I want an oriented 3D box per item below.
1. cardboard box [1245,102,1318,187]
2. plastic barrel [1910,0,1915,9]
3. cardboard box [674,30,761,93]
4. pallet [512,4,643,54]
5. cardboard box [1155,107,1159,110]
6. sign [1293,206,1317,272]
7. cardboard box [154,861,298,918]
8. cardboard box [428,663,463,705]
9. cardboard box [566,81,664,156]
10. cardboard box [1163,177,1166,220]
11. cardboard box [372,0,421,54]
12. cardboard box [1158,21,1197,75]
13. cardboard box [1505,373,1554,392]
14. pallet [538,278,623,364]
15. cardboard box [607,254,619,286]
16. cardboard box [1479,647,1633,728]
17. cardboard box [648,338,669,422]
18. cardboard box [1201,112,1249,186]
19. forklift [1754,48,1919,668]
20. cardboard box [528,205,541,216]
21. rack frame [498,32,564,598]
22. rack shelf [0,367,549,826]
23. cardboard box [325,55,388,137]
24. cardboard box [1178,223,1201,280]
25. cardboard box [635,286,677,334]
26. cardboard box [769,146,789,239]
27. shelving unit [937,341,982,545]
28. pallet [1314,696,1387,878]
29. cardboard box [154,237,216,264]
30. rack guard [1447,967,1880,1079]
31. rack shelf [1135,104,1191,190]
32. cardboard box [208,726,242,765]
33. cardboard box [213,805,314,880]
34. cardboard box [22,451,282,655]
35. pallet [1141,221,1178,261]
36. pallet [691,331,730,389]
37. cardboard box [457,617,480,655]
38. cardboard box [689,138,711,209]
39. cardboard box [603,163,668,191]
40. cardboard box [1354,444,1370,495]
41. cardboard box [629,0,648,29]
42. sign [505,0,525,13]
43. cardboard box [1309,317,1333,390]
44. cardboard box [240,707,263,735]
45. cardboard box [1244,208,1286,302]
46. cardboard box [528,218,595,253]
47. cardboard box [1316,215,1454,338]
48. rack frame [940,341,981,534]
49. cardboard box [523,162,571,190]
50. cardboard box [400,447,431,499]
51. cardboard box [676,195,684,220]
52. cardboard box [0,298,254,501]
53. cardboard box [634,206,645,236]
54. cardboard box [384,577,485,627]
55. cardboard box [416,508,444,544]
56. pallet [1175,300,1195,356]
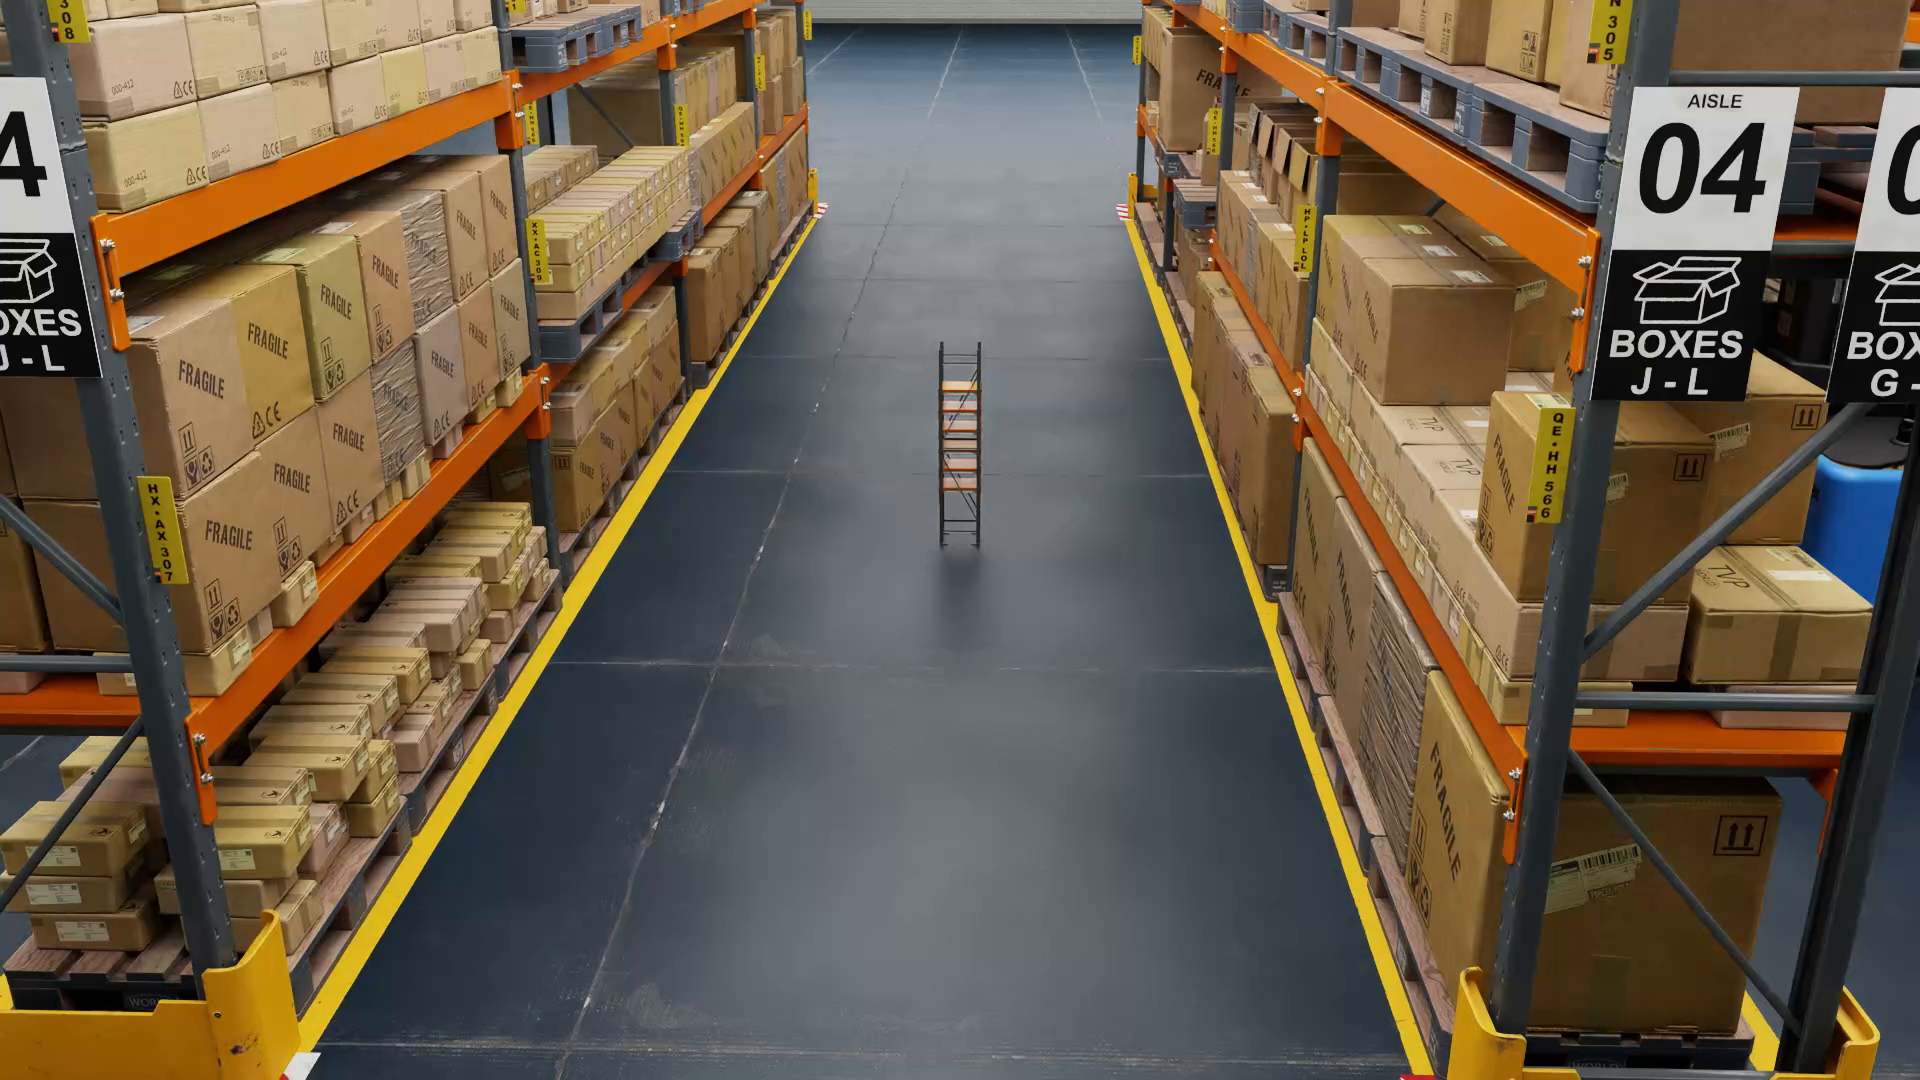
[{"bbox_3d":[2.336,-2.680,11.264,0.797,0.503,0.637,1,21,3],"label":"cardboard box"},{"bbox_3d":[7.131,-4.172,12.678,0.301,0.262,0.301,0,21,0],"label":"plastic barrel"},{"bbox_3d":[-2.413,-4.673,16.227,0.875,0.550,0.550,1,21,2],"label":"cardboard box"},{"bbox_3d":[-2.548,-2.982,9.682,1.213,0.211,1.003,1,21,2],"label":"pallet"},{"bbox_3d":[2.340,-4.653,18.221,0.380,0.149,0.250,1,21,2],"label":"cardboard box"},{"bbox_3d":[1.710,-1.489,8.228,0.100,0.325,0.005,1,21,2],"label":"sign"},{"bbox_3d":[-2.551,1.180,5.791,0.380,0.149,0.250,2,21,4],"label":"cardboard box"},{"bbox_3d":[-2.479,0.672,7.511,0.380,0.149,0.250,1,21,3],"label":"cardboard box"},{"bbox_3d":[-2.556,-3.196,12.598,0.700,0.500,0.500,1,21,1],"label":"cardboard box"},{"bbox_3d":[2.598,-3.911,18.836,0.500,0.500,0.500,6,22,16],"label":"cardboard box"},{"bbox_3d":[-2.500,-2.090,6.638,0.500,0.250,0.500,1,21,4],"label":"cardboard box"},{"bbox_3d":[2.249,-4.874,16.512,0.500,0.500,0.500,1,21,2],"label":"cardboard box"},{"bbox_3d":[2.473,-0.518,7.013,0.500,0.250,0.500,1,21,3],"label":"cardboard box"},{"bbox_3d":[-2.533,-1.260,9.394,1.003,0.211,1.213,1,21,2],"label":"pallet"},{"bbox_3d":[-2.207,-1.572,9.700,0.380,0.149,0.250,1,21,2],"label":"cardboard box"},{"bbox_3d":[1.813,0.448,5.076,0.380,0.149,0.250,1,21,3],"label":"cardboard box"},{"bbox_3d":[-2.358,-1.123,11.651,0.500,0.500,0.500,1,21,4],"label":"cardboard box"},{"bbox_3d":[2.268,-3.071,13.077,0.700,0.500,0.500,4,22,10],"label":"cardboard box"},{"bbox_3d":[4.733,-1.217,9.115,1.130,2.935,3.031,1,21,3],"label":"forklift"},{"bbox_3d":[-2.837,-2.002,10.398,0.380,0.149,0.250,1,21,4],"label":"cardboard box"},{"bbox_3d":[-2.701,-1.075,8.652,1.000,3.000,0.127,1,21,2],"label":"rack frame"},{"bbox_3d":[-2.762,-0.016,6.918,1.077,0.370,4.000,1,21,2],"label":"rack shelf"},{"bbox_3d":[-2.504,-1.679,6.271,0.500,0.250,0.500,1,21,1],"label":"cardboard box"},{"bbox_3d":[2.456,-2.694,15.673,0.700,0.500,0.500,-1,21,-3],"label":"cardboard box"},{"bbox_3d":[-2.339,-1.651,11.975,0.500,0.250,0.500,0,21,0],"label":"cardboard box"},{"bbox_3d":[-2.345,-3.725,17.839,0.875,0.875,0.875,1,21,2],"label":"cardboard box"},{"bbox_3d":[0.000,-0.565,9.825,0.258,1.200,0.189,1,21,2],"label":"shelving unit"},{"bbox_3d":[2.117,1.033,7.075,1.003,0.211,1.213,1,21,2],"label":"pallet"},{"bbox_3d":[-3.036,-0.819,6.062,0.500,0.500,0.500,2,21,4],"label":"cardboard box"},{"bbox_3d":[2.131,1.637,5.119,1.175,0.500,0.348,1,21,2],"label":"rack guard"},{"bbox_3d":[2.557,-4.264,17.865,1.077,0.370,4.000,1,21,2],"label":"rack shelf"},{"bbox_3d":[-3.043,0.755,6.474,0.380,0.149,0.250,0,21,-1],"label":"cardboard box"},{"bbox_3d":[-2.468,1.042,5.735,0.380,0.149,0.250,0,21,-1],"label":"cardboard box"},{"bbox_3d":[-2.533,0.027,5.263,0.500,0.500,0.500,2,21,4],"label":"cardboard box"},{"bbox_3d":[2.516,-3.261,18.143,1.003,0.211,1.213,1,21,2],"label":"pallet"},{"bbox_3d":[-2.481,-1.505,13.616,1.003,0.211,1.213,1,21,2],"label":"pallet"},{"bbox_3d":[-2.474,0.415,7.763,0.380,0.149,0.250,1,21,3],"label":"cardboard box"},{"bbox_3d":[-2.284,-2.911,13.245,0.500,0.500,0.500,0,21,1],"label":"cardboard box"},{"bbox_3d":[-2.159,-2.412,11.044,0.380,0.149,0.250,1,21,3],"label":"cardboard box"},{"bbox_3d":[1.873,-0.294,6.988,0.380,0.149,0.250,1,21,2],"label":"cardboard box"},{"bbox_3d":[-2.345,-3.576,10.813,0.500,0.500,0.500,1,21,2],"label":"cardboard box"},{"bbox_3d":[-2.159,-2.711,8.007,0.100,0.325,0.005,1,21,2],"label":"sign"},{"bbox_3d":[1.977,-0.885,7.960,0.500,0.250,0.500,0,21,1],"label":"cardboard box"},{"bbox_3d":[-3.075,0.797,6.777,0.380,0.149,0.250,1,21,2],"label":"cardboard box"},{"bbox_3d":[2.045,-1.751,10.257,0.500,0.500,0.500,1,21,2],"label":"cardboard box"},{"bbox_3d":[-2.227,-1.669,9.127,0.380,0.149,0.250,1,21,3],"label":"cardboard box"},{"bbox_3d":[1.983,-1.231,7.815,0.500,0.500,0.500,1,21,2],"label":"cardboard box"},{"bbox_3d":[0.003,-0.598,9.911,0.240,1.200,0.006,1,21,2],"label":"rack frame"},{"bbox_3d":[-2.814,-2.430,11.090,0.380,0.149,0.250,0,21,-1],"label":"cardboard box"},{"bbox_3d":[-2.452,-0.285,6.965,0.380,0.149,0.250,1,21,3],"label":"cardboard box"},{"bbox_3d":[-2.145,-2.326,11.644,0.380,0.149,0.250,1,21,1],"label":"cardboard box"},{"bbox_3d":[-2.544,-0.439,5.082,0.500,0.500,0.500,1,21,1],"label":"cardboard box"},{"bbox_3d":[-2.184,-1.995,10.379,0.380,0.149,0.250,0,21,1],"label":"cardboard box"},{"bbox_3d":[-2.422,0.288,7.679,0.380,0.149,0.250,0,21,-1],"label":"cardboard box"},{"bbox_3d":[-2.919,-0.096,8.669,0.380,0.149,0.250,1,21,4],"label":"cardboard box"},{"bbox_3d":[2.440,-1.852,14.511,1.003,0.211,1.213,1,21,2],"label":"pallet"}]
